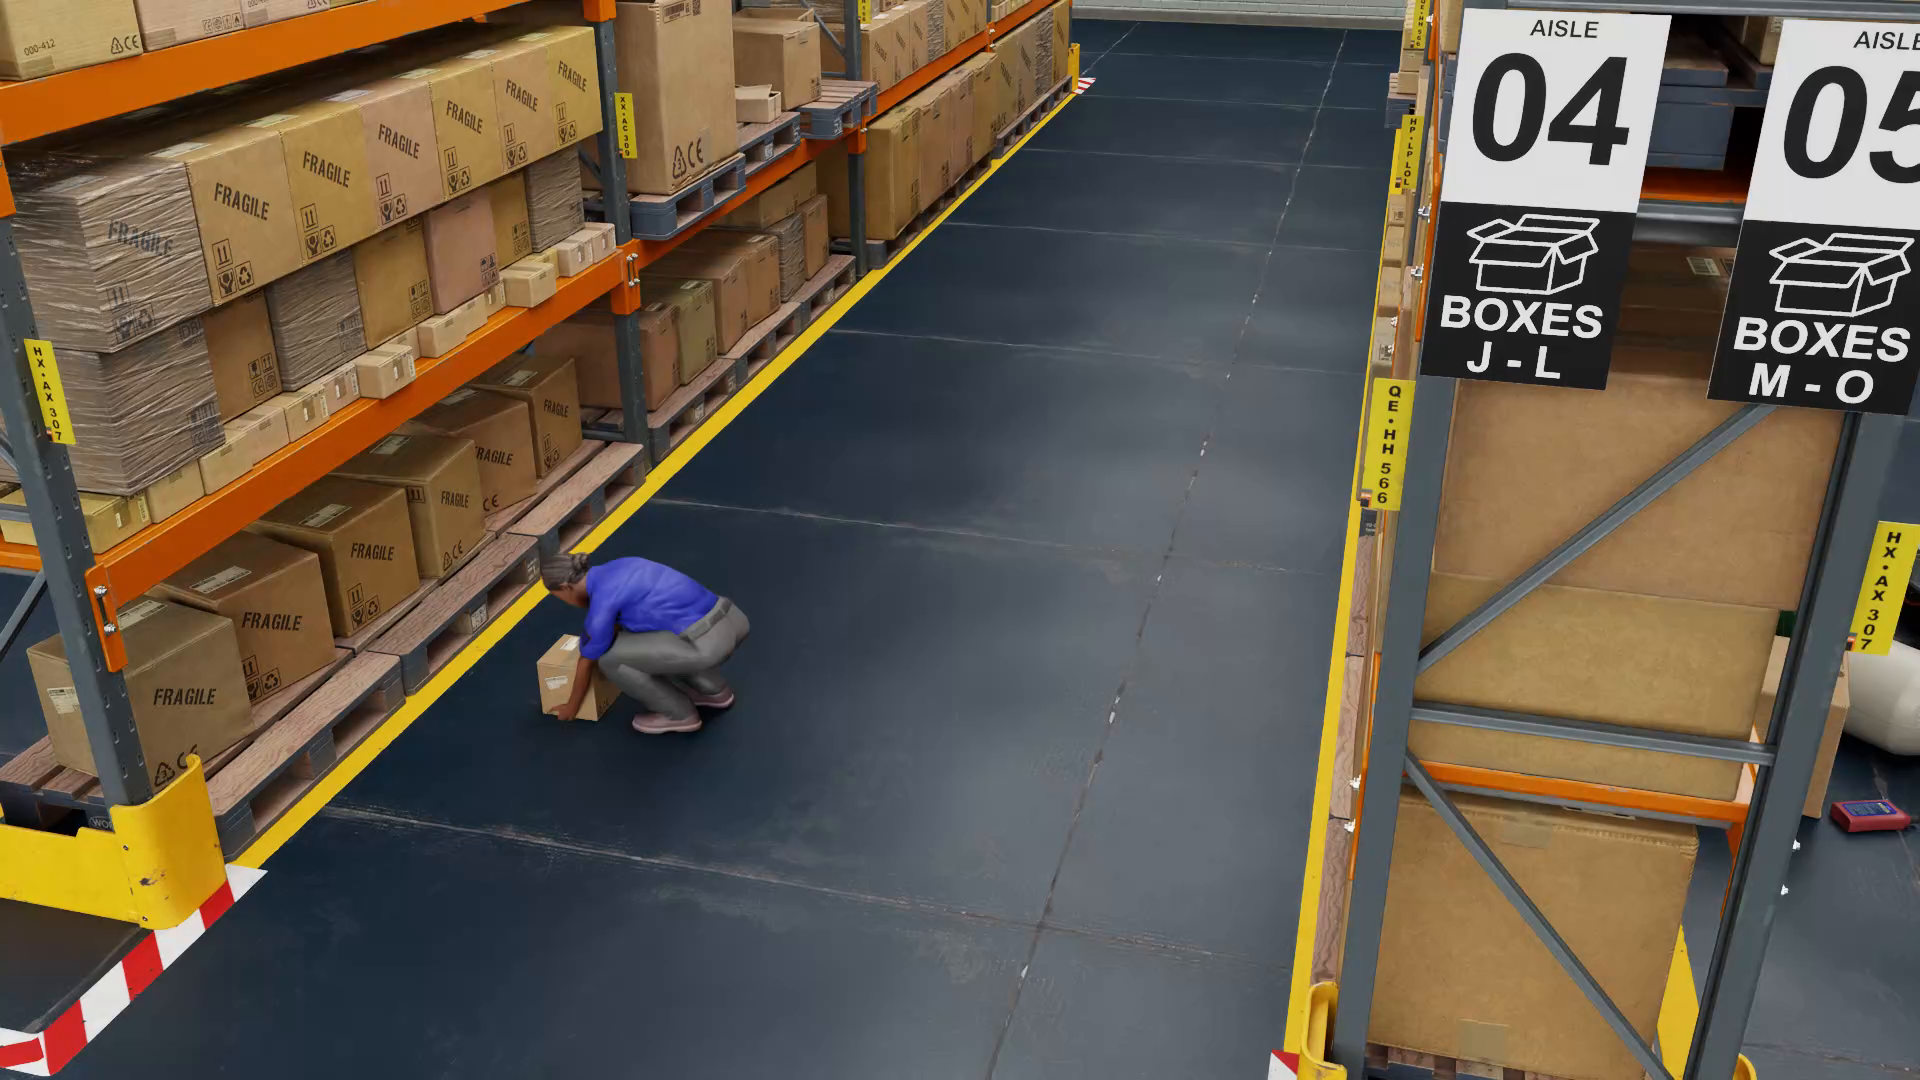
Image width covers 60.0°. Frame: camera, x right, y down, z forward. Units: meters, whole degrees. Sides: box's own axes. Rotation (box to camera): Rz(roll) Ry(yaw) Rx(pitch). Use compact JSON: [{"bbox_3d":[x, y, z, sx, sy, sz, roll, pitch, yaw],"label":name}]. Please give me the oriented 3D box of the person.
[{"bbox_3d":[-1.289,0.420,6.870,0.832,0.803,0.461,6,26,12],"label":"person"}]
